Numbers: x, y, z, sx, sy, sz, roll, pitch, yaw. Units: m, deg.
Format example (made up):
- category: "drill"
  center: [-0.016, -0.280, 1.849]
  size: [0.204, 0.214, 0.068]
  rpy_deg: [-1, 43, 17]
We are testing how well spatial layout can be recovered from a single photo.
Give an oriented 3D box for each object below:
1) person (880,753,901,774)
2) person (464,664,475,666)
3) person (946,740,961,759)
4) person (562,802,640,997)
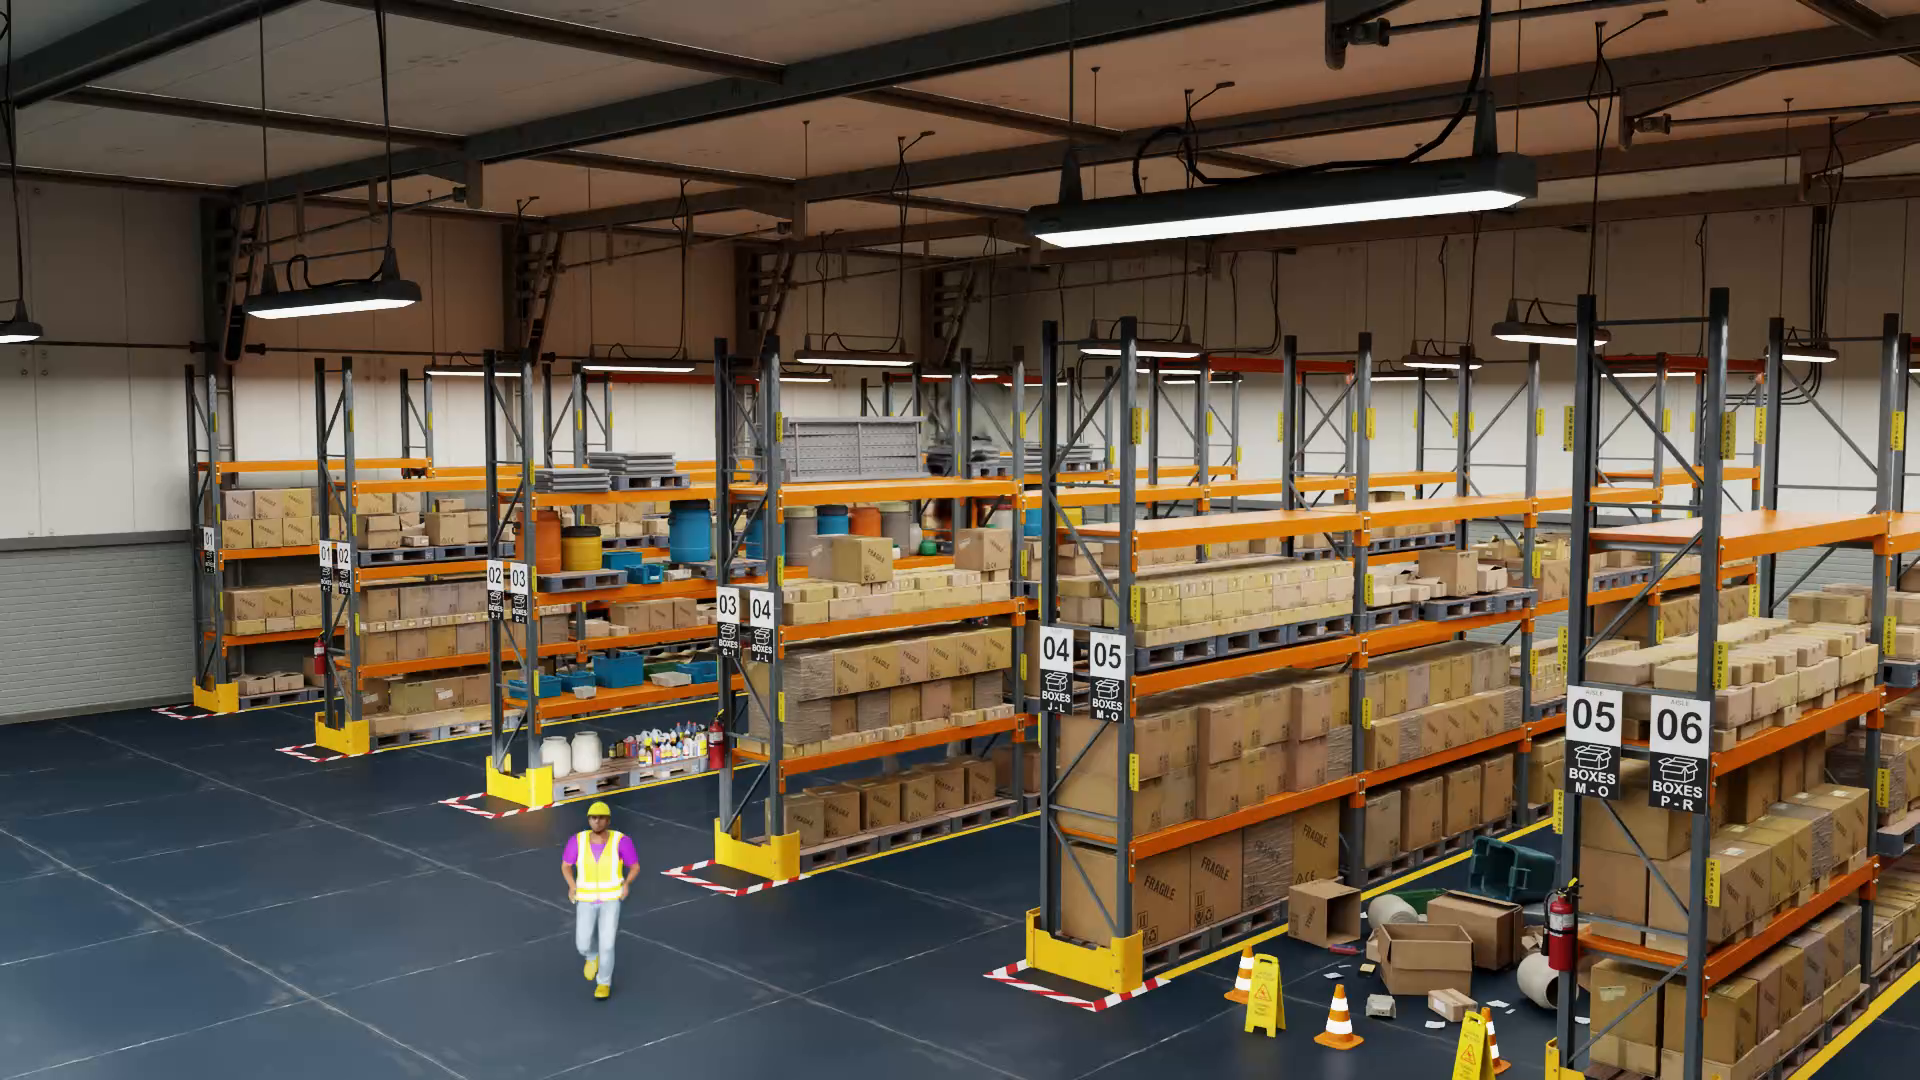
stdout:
- category: "person"
  center: [-1.057, 2.559, 23.236]
  size: [0.605, 1.736, 0.702]
  rpy_deg: [4, 6, 40]
- category: "person"
  center: [-8.570, 2.035, 29.236]
  size: [0.661, 1.846, 0.785]
  rpy_deg: [3, 6, 38]
- category: "person"
  center: [-0.095, 2.518, 23.290]
  size: [0.602, 1.663, 0.913]
  rpy_deg: [4, 6, 39]
- category: "person"
  center: [-3.195, 3.175, 14.764]
  size: [0.698, 1.718, 0.606]
  rpy_deg: [0, 4, -6]
